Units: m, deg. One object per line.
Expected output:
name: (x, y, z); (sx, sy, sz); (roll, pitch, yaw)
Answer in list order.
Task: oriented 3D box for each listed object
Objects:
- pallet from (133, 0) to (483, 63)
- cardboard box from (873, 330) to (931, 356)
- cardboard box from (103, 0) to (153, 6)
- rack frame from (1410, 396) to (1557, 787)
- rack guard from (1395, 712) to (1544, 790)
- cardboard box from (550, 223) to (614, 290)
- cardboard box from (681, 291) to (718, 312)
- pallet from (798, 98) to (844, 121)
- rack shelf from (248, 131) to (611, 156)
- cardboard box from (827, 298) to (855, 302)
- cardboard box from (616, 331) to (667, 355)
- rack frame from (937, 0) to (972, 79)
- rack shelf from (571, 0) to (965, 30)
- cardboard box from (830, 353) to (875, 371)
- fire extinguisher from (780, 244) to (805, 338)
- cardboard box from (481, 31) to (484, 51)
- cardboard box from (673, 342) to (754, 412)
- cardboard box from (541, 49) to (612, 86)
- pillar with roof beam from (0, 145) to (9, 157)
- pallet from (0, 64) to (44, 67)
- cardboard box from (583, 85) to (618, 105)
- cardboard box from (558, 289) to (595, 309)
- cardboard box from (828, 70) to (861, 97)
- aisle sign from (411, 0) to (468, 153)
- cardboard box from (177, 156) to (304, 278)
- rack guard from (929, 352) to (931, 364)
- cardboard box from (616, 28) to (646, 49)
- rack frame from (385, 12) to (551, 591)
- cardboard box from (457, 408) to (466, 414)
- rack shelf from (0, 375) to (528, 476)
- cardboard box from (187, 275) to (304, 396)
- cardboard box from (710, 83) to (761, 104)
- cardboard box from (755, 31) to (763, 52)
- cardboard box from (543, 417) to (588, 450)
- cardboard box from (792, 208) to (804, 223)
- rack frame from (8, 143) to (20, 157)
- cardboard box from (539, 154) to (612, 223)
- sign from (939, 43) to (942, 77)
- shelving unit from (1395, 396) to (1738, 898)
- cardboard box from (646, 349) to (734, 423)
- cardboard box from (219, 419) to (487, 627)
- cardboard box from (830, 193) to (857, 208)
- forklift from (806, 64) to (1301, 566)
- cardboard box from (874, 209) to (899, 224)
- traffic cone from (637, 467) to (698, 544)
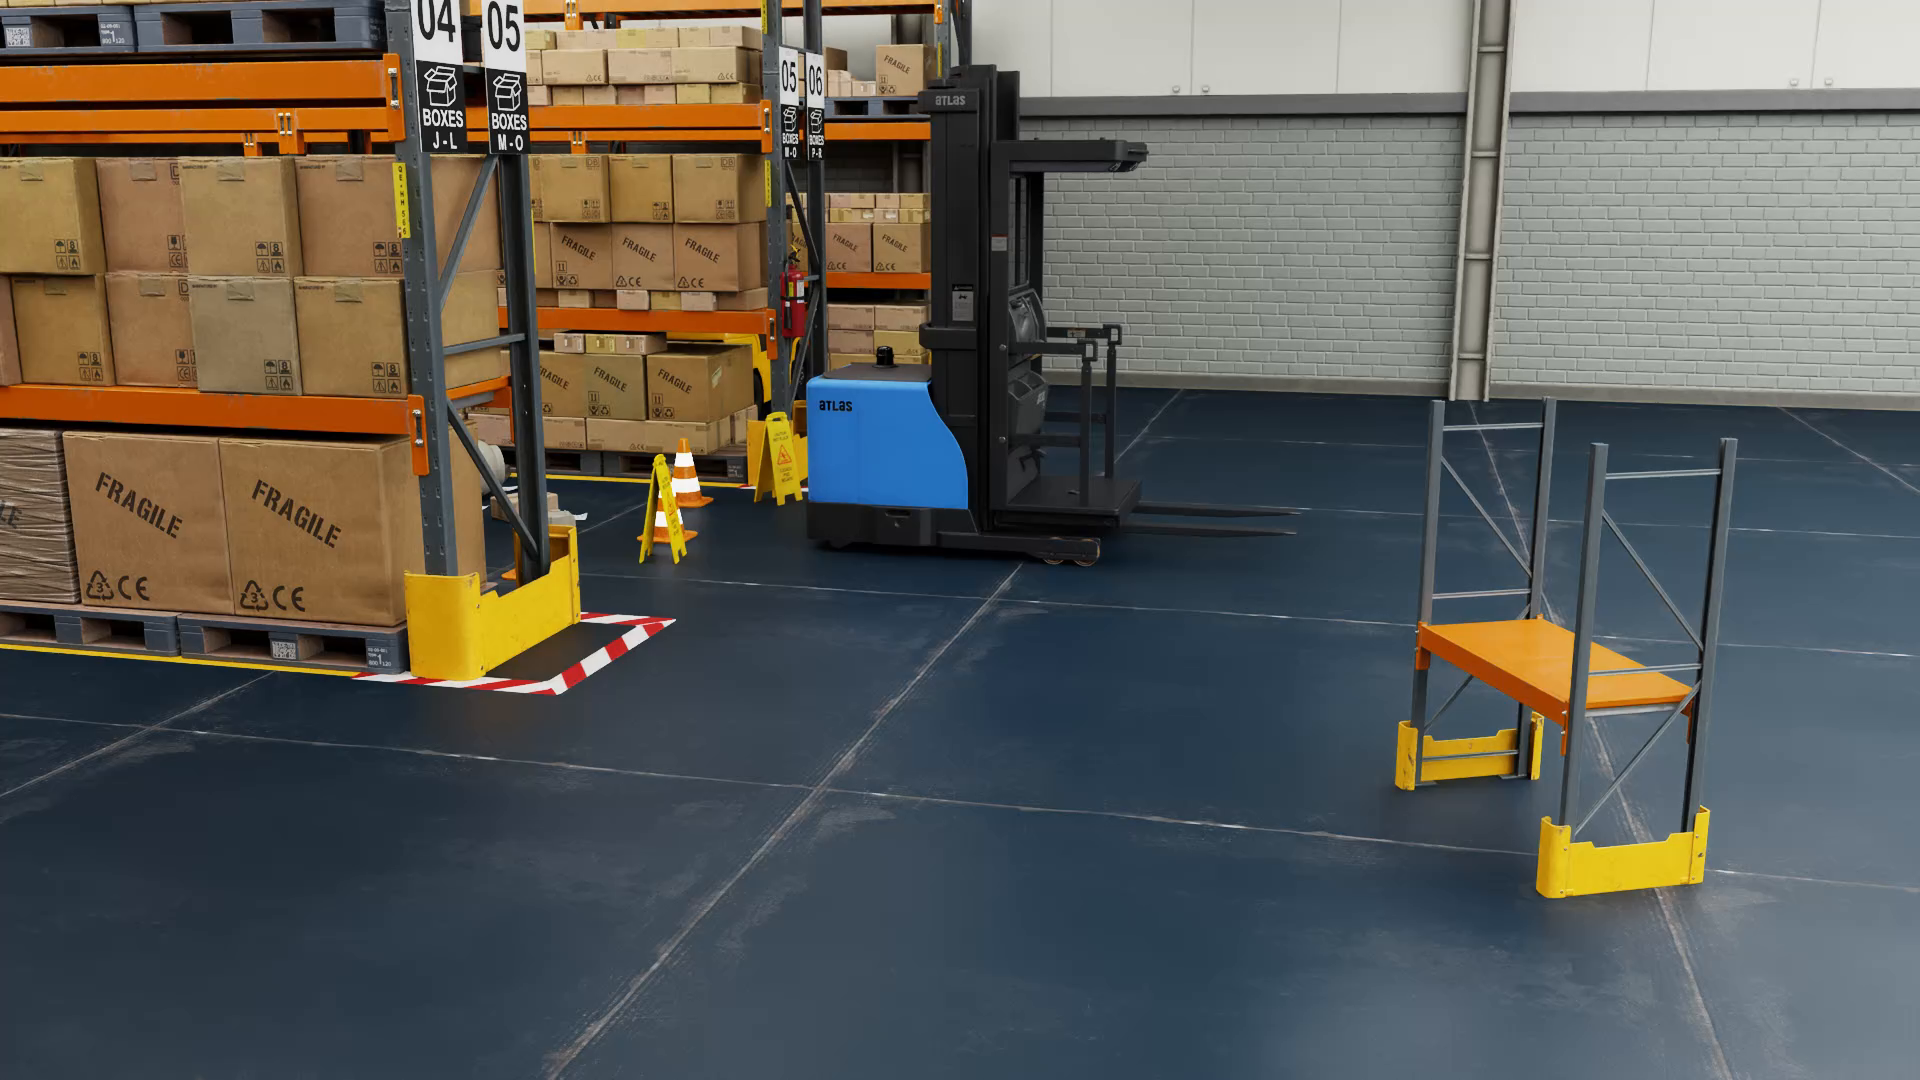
pallet: (-3.049, -2.392, 7.871); (1.213, 0.211, 1.003); (3, 13, 14)
cardboard box: (-0.600, -2.091, 17.460); (0.500, 0.250, 0.500); (3, 13, 13)
cardboard box: (-3.719, -2.529, 7.664); (0.250, 0.149, 0.380); (3, 13, 13)
rack frame: (1.981, 0.209, 6.331); (0.500, 1.500, 0.032); (-3, 13, -12)
rack guard: (1.981, 0.819, 6.465); (0.587, 0.250, 0.087); (-3, 13, -12)
cardboard box: (-2.802, -2.199, 12.803); (0.500, 0.500, 0.500); (3, 13, 13)
cardboard box: (-1.926, -1.823, 12.604); (0.250, 0.149, 0.380); (3, 13, 13)
pallet: (-1.921, -4.551, 17.602); (1.213, 0.211, 1.003); (3, 13, 14)
rack shelf: (-5.878, -4.450, 18.600); (4.000, 0.370, 1.077); (3, 13, 14)
cardboard box: (-1.443, -2.494, 18.120); (0.500, 0.250, 0.500); (3, 13, 13)
cardboard box: (-2.451, -1.518, 12.802); (0.250, 0.149, 0.380); (3, 13, 15)
rack frame: (-0.053, -5.954, 16.794); (0.127, 3.000, 1.000); (3, 13, 14)
rack shelf: (-1.995, -5.511, 17.383); (4.000, 0.370, 1.077); (3, 13, 14)
cardboard box: (-1.065, -1.874, 17.632); (0.500, 0.250, 0.500); (3, 13, 14)
fire extinguisher: (-1.238, -1.841, 12.283); (0.183, 0.674, 0.296); (3, 13, 14)
cardboard box: (-3.617, -3.779, 12.654); (0.250, 0.149, 0.380); (3, 13, 13)
cardboard box: (-1.979, -1.311, 13.365); (0.500, 0.500, 0.500); (3, 13, 12)
cardboard box: (-2.793, -3.540, 12.497); (0.500, 0.250, 0.500); (3, 13, 15)
pillar with roof beam: (-13.195, -5.897, 16.538); (0.400, 9.000, 9.100); (3, 13, 14)
pallet: (-5.418, -2.519, 8.442); (1.213, 0.211, 1.003); (3, 13, 14)
cardboard box: (-2.635, -3.340, 12.516); (0.250, 0.149, 0.380); (3, 13, 13)
cardboard box: (-2.912, -1.885, 12.883); (0.250, 0.149, 0.380); (3, 13, 13)
cardboard box: (-1.177, -4.670, 17.043); (0.258, 0.266, 0.396); (3, 13, 14)
aisle sign: (-2.330, -2.137, 7.440); (0.004, 0.787, 0.394); (3, 13, 14)
cardboard box: (-3.234, -1.572, 8.054); (0.550, 0.550, 0.875); (3, 13, 14)
rack guard: (-0.030, -1.804, 17.709); (0.348, 0.500, 1.175); (3, 13, 14)
cardboard box: (-2.365, -3.723, 12.401); (0.250, 0.149, 0.380); (3, 13, 14)
rack frame: (-2.327, -0.935, 8.023); (0.127, 3.000, 1.000); (3, 13, 14)
cardboard box: (-4.091, -1.305, 13.337); (0.500, 0.500, 0.500); (4, 13, 16)
rack shelf: (-4.268, -0.688, 8.569); (4.000, 0.370, 1.077); (3, 13, 14)
cardboard box: (-3.237, -1.042, 8.159); (0.550, 0.550, 0.875); (3, 13, 14)
cardboard box: (-1.652, -3.283, 12.259); (0.250, 0.149, 0.380); (3, 13, 14)
cardboard box: (-1.535, -3.774, 12.631); (0.250, 0.149, 0.380); (3, 13, 13)
cardboard box: (-3.098, -0.884, 13.171); (0.500, 0.250, 0.500); (3, 13, 12)
cardboard box: (-1.708, -3.411, 17.455); (0.250, 0.149, 0.380); (3, 13, 14)
rack frame: (-11.704, -3.648, 20.251); (0.127, 3.000, 1.000); (3, 13, 14)
cardboard box: (-2.796, -2.677, 12.647); (0.500, 0.500, 0.700); (3, 13, 13)
sign: (-0.197, -4.770, 16.521); (0.005, 0.325, 0.100); (3, 13, 14)
shelving unit: (2.090, 0.314, 5.855); (0.587, 1.500, 1.083); (-3, 13, -12)
cardboard box: (-2.079, -1.197, 12.850); (0.500, 0.500, 0.500); (3, 13, 14)
cardboard box: (-3.001, -0.124, 8.304); (0.875, 0.875, 0.875); (3, 13, 14)
cardboard box: (-1.183, -3.553, 17.407); (0.250, 0.149, 0.380); (3, 13, 14)
forklift: (0.606, -1.399, 10.272); (3.031, 2.935, 1.130); (3, 13, 13)
cardboard box: (-0.712, -3.357, 17.210); (0.250, 0.149, 0.380); (3, 13, 14)
traffic cone: (-1.901, -0.243, 10.759); (0.334, 0.463, 0.336); (3, 13, 14)
